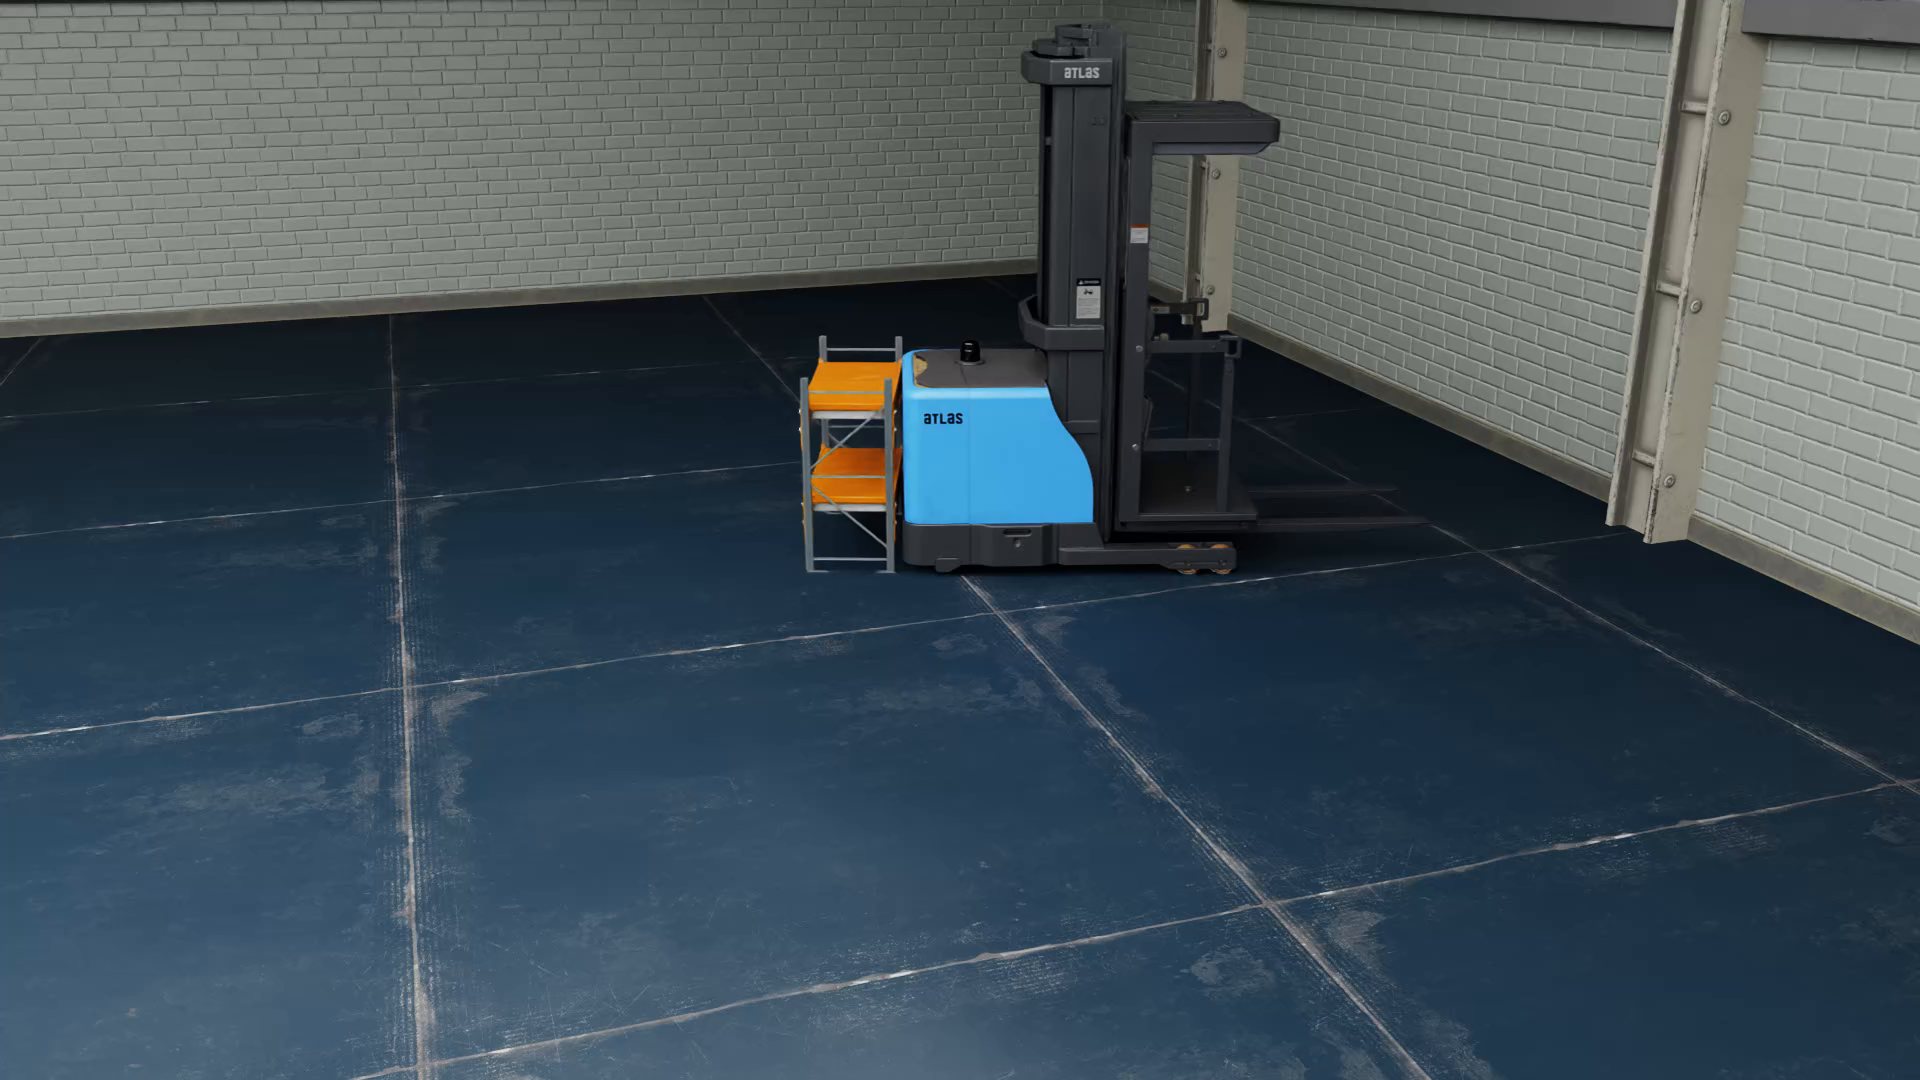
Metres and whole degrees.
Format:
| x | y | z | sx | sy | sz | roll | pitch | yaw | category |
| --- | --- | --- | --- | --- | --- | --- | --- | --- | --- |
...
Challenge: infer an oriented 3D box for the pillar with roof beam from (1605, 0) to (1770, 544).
| x | y | z | sx | sy | sz | roll | pitch | yaw | category |
| --- | --- | --- | --- | --- | --- | --- | --- | --- | --- |
| 0.079 | -3.835 | 7.280 | 9.100 | 9.000 | 0.400 | -6 | 21 | -17 | pillar with roof beam |

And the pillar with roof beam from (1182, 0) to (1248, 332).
| x | y | z | sx | sy | sz | roll | pitch | yaw | category |
| --- | --- | --- | --- | --- | --- | --- | --- | --- | --- |
| -1.807 | -5.760 | 12.641 | 9.100 | 9.000 | 0.400 | -6 | 21 | -17 | pillar with roof beam |

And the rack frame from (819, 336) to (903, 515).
| x | y | z | sx | sy | sz | roll | pitch | yaw | category |
| --- | --- | --- | --- | --- | --- | --- | --- | --- | --- |
| -0.596 | -0.692 | 10.178 | 0.500 | 1.125 | 0.032 | 0 | 20 | 1 | rack frame |

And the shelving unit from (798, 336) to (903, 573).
| x | y | z | sx | sy | sz | roll | pitch | yaw | category |
| --- | --- | --- | --- | --- | --- | --- | --- | --- | --- |
| -0.608 | -0.520 | 9.700 | 0.538 | 1.125 | 1.048 | 0 | 20 | 1 | shelving unit |

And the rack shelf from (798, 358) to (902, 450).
| x | y | z | sx | sy | sz | roll | pitch | yaw | category |
| --- | --- | --- | --- | --- | --- | --- | --- | --- | --- |
| -0.608 | -0.795 | 9.601 | 0.538 | 0.278 | 1.000 | 0 | 20 | 1 | rack shelf |

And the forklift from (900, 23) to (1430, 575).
| x | y | z | sx | sy | sz | roll | pitch | yaw | category |
| --- | --- | --- | --- | --- | --- | --- | --- | --- | --- |
| 1.174 | -1.363 | 9.377 | 3.031 | 2.935 | 1.130 | -1 | 20 | -2 | forklift |

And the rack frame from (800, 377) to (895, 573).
| x | y | z | sx | sy | sz | roll | pitch | yaw | category |
| --- | --- | --- | --- | --- | --- | --- | --- | --- | --- |
| -0.620 | -0.348 | 9.222 | 0.500 | 1.125 | 0.032 | 0 | 20 | 1 | rack frame |

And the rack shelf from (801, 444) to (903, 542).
| x | y | z | sx | sy | sz | roll | pitch | yaw | category |
| --- | --- | --- | --- | --- | --- | --- | --- | --- | --- |
| -0.608 | -0.290 | 9.783 | 0.538 | 0.278 | 1.000 | 0 | 20 | 1 | rack shelf |
